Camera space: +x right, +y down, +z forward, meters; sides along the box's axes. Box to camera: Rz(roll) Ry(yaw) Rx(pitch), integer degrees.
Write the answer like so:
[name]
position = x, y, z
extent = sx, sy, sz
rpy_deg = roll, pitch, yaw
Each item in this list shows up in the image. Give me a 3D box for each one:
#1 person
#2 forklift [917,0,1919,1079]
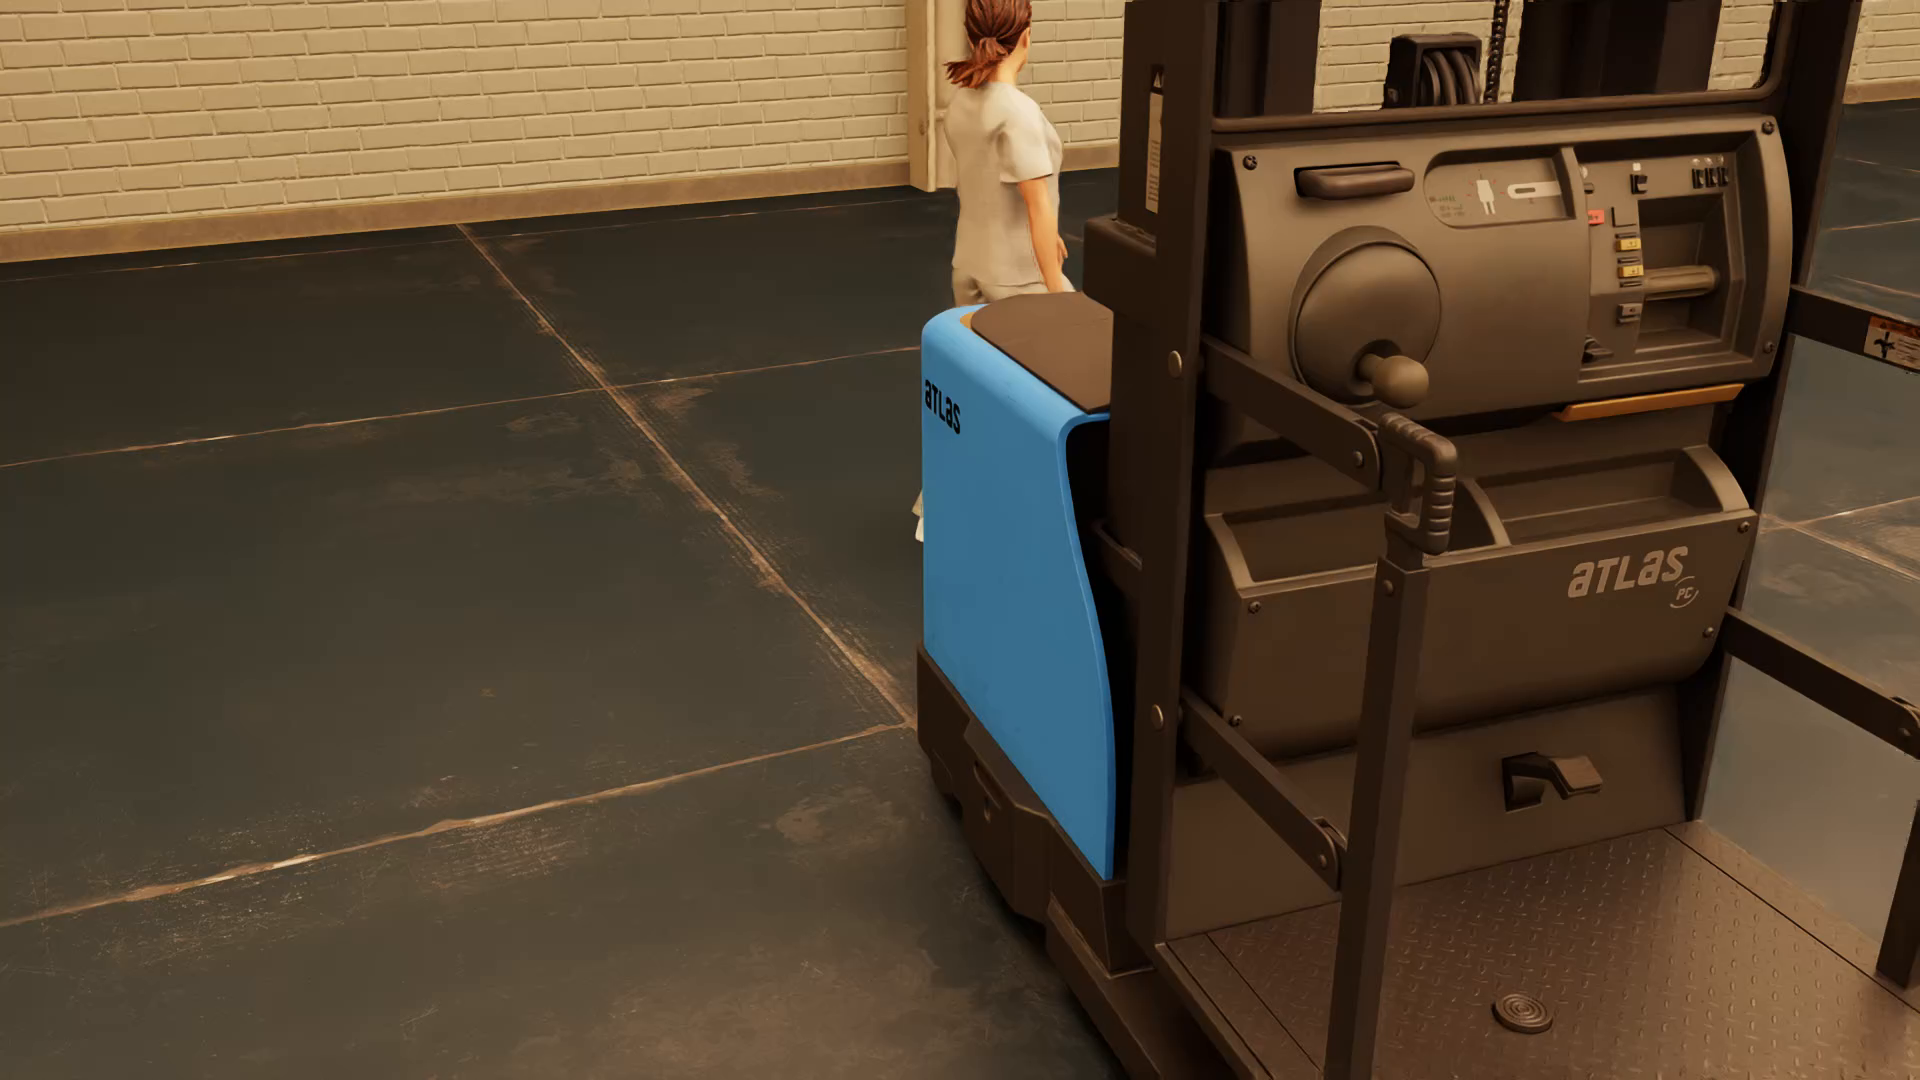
[person]
position = 0.192, -0.773, 4.859
extent = 0.652, 1.626, 0.556
rpy_deg = -14, 26, -31
[forklift]
position = 0.884, -0.380, 2.200
extent = 1.130, 2.935, 3.031
rpy_deg = -8, 24, -18
